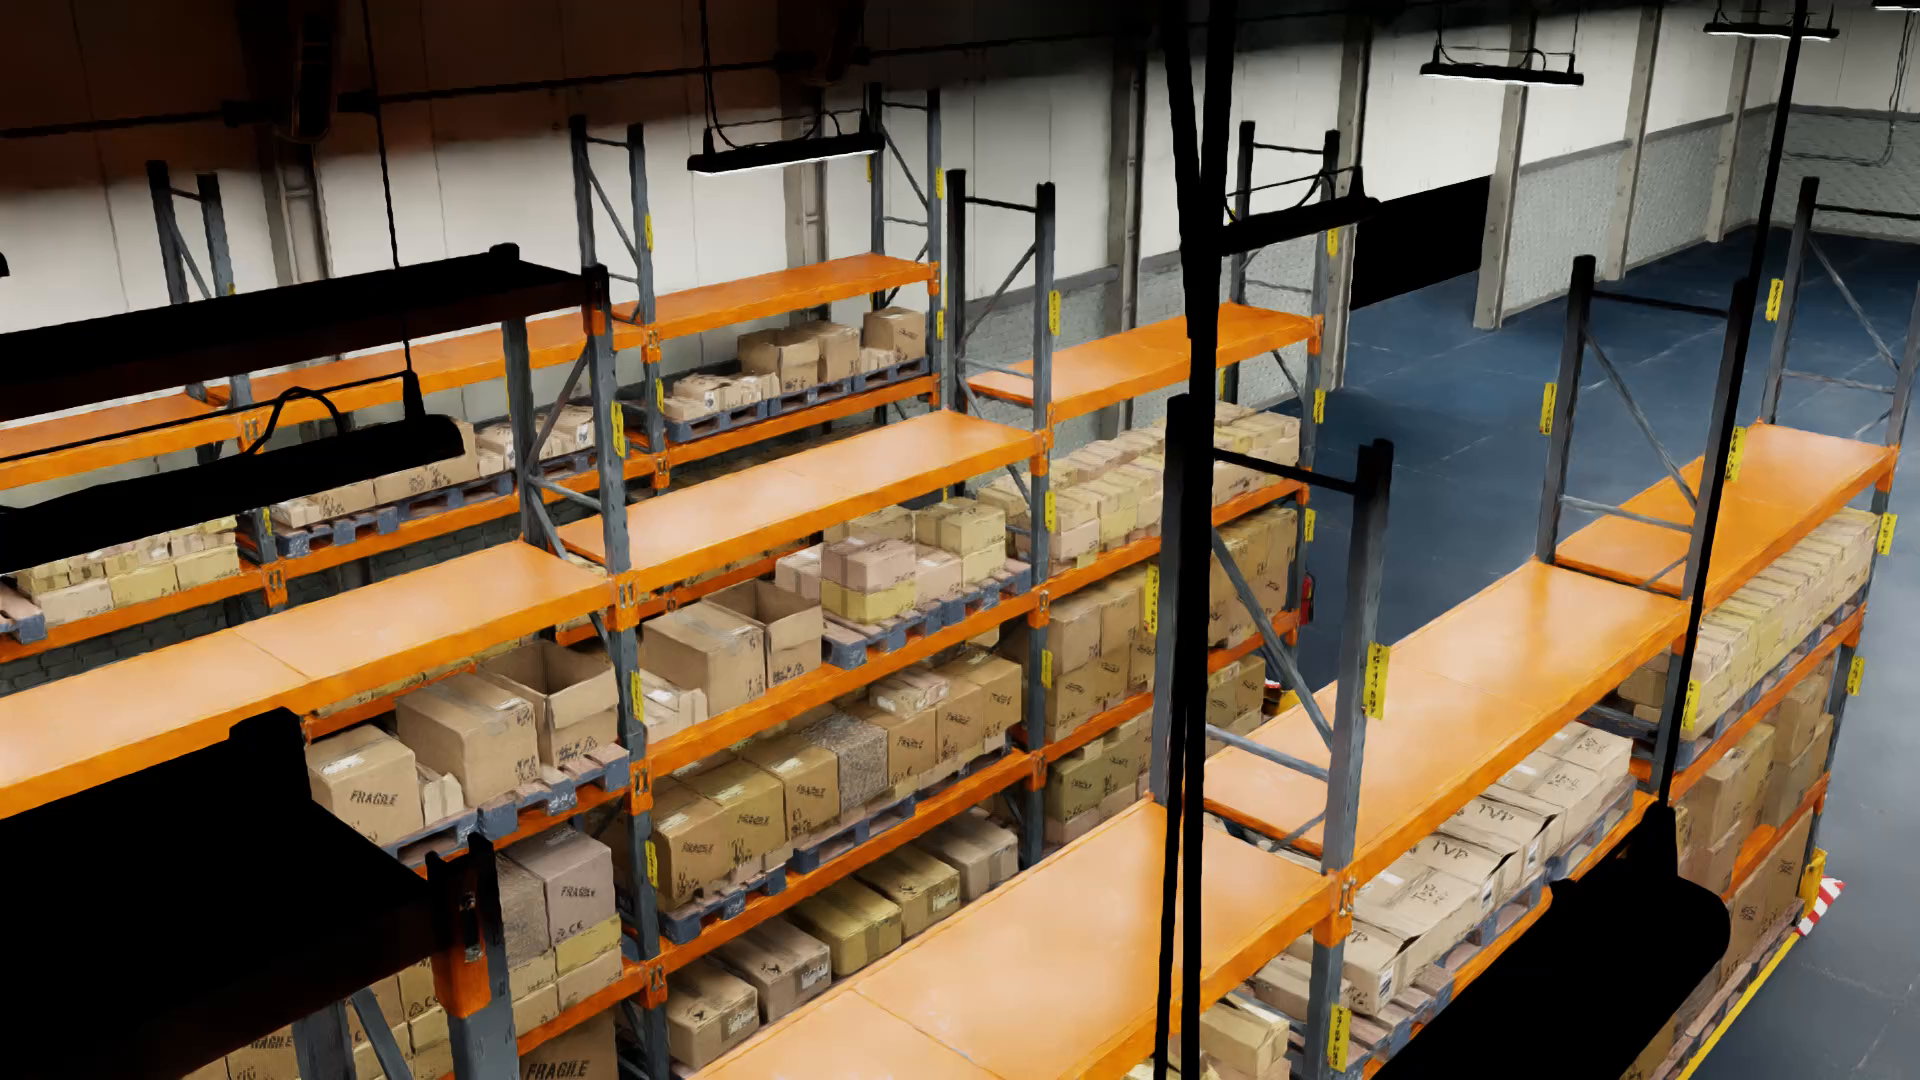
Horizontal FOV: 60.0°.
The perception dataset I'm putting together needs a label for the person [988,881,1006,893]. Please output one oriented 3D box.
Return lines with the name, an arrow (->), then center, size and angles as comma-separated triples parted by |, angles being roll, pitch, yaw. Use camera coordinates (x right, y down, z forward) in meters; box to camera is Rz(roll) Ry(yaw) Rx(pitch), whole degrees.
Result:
person -> 0.286, 3.115, 11.673 | 0.573, 1.653, 0.549 | -7, 22, -19
